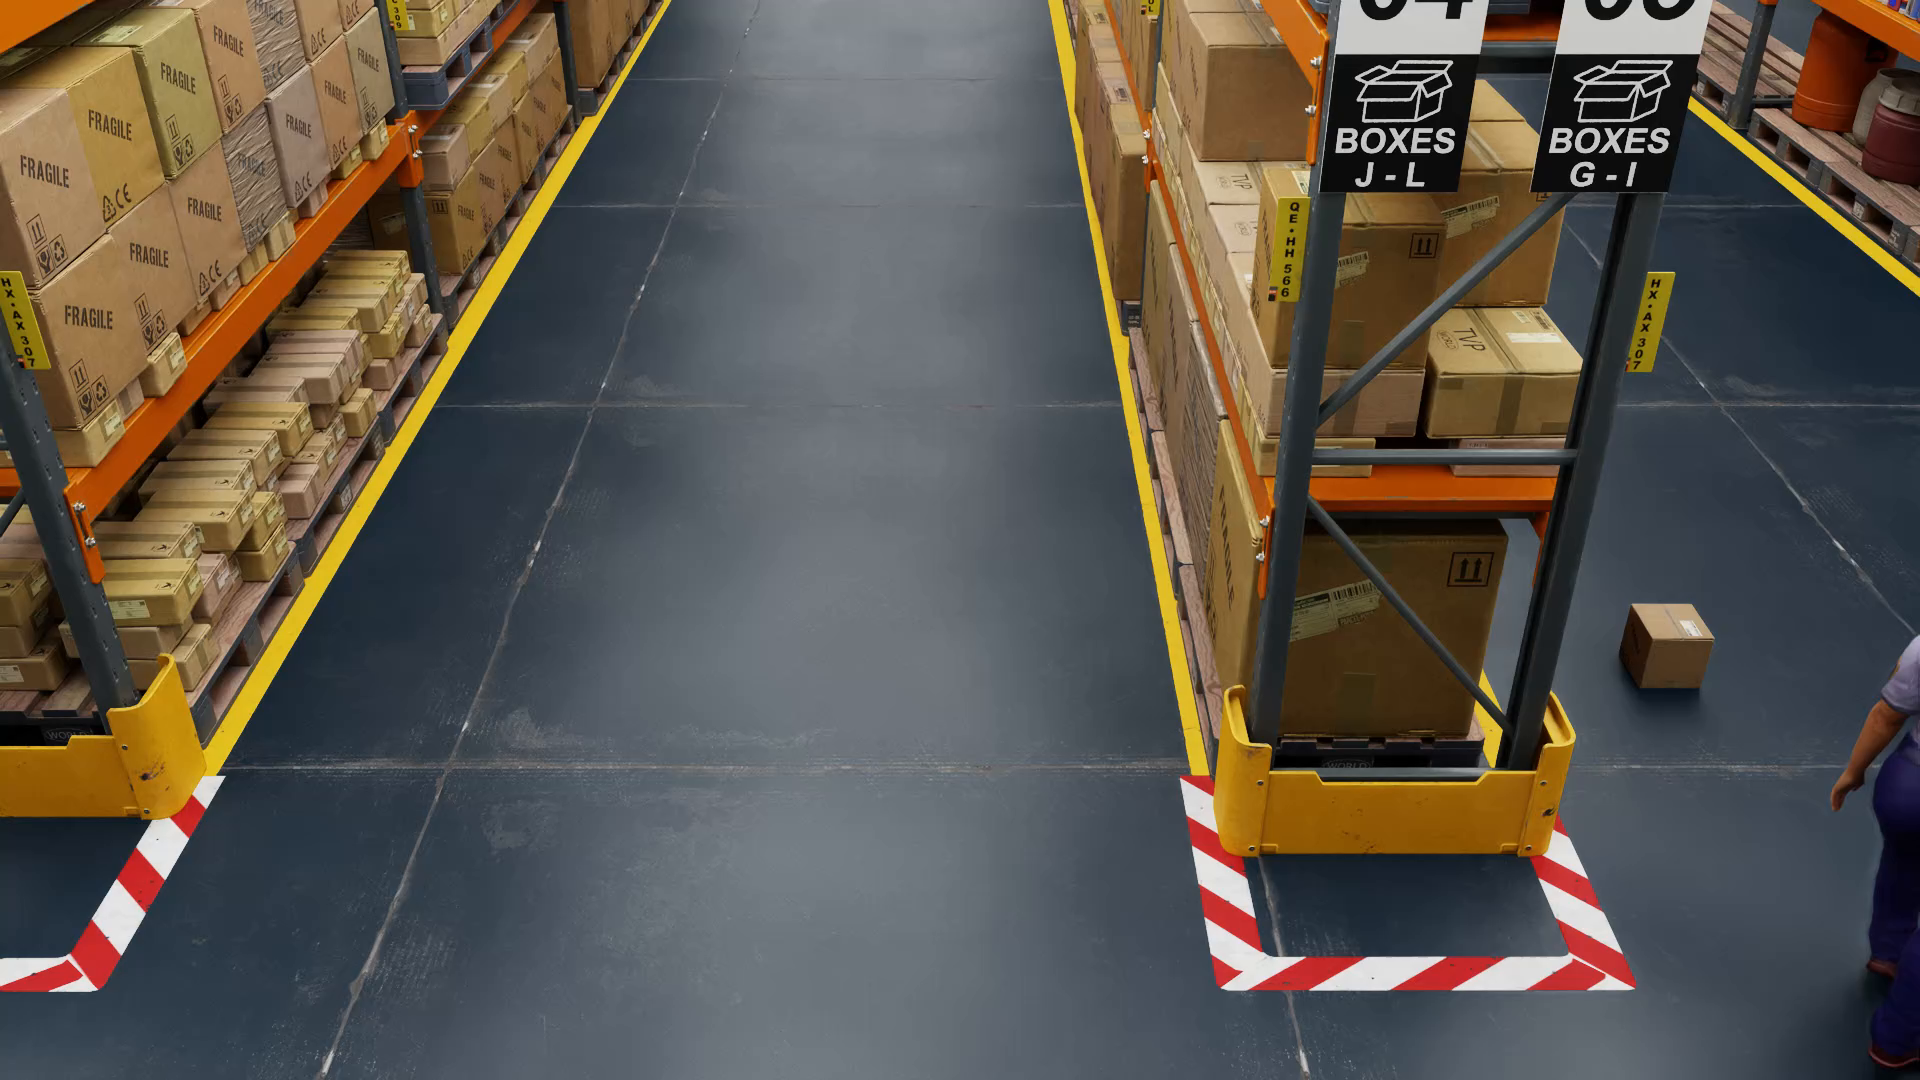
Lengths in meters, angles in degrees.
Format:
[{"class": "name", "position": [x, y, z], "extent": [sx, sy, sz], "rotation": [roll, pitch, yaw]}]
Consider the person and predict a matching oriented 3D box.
[{"class": "person", "position": [2.898, 0.810, 4.893], "extent": [0.557, 1.713, 0.565], "rotation": [-22, 38, -32]}]
